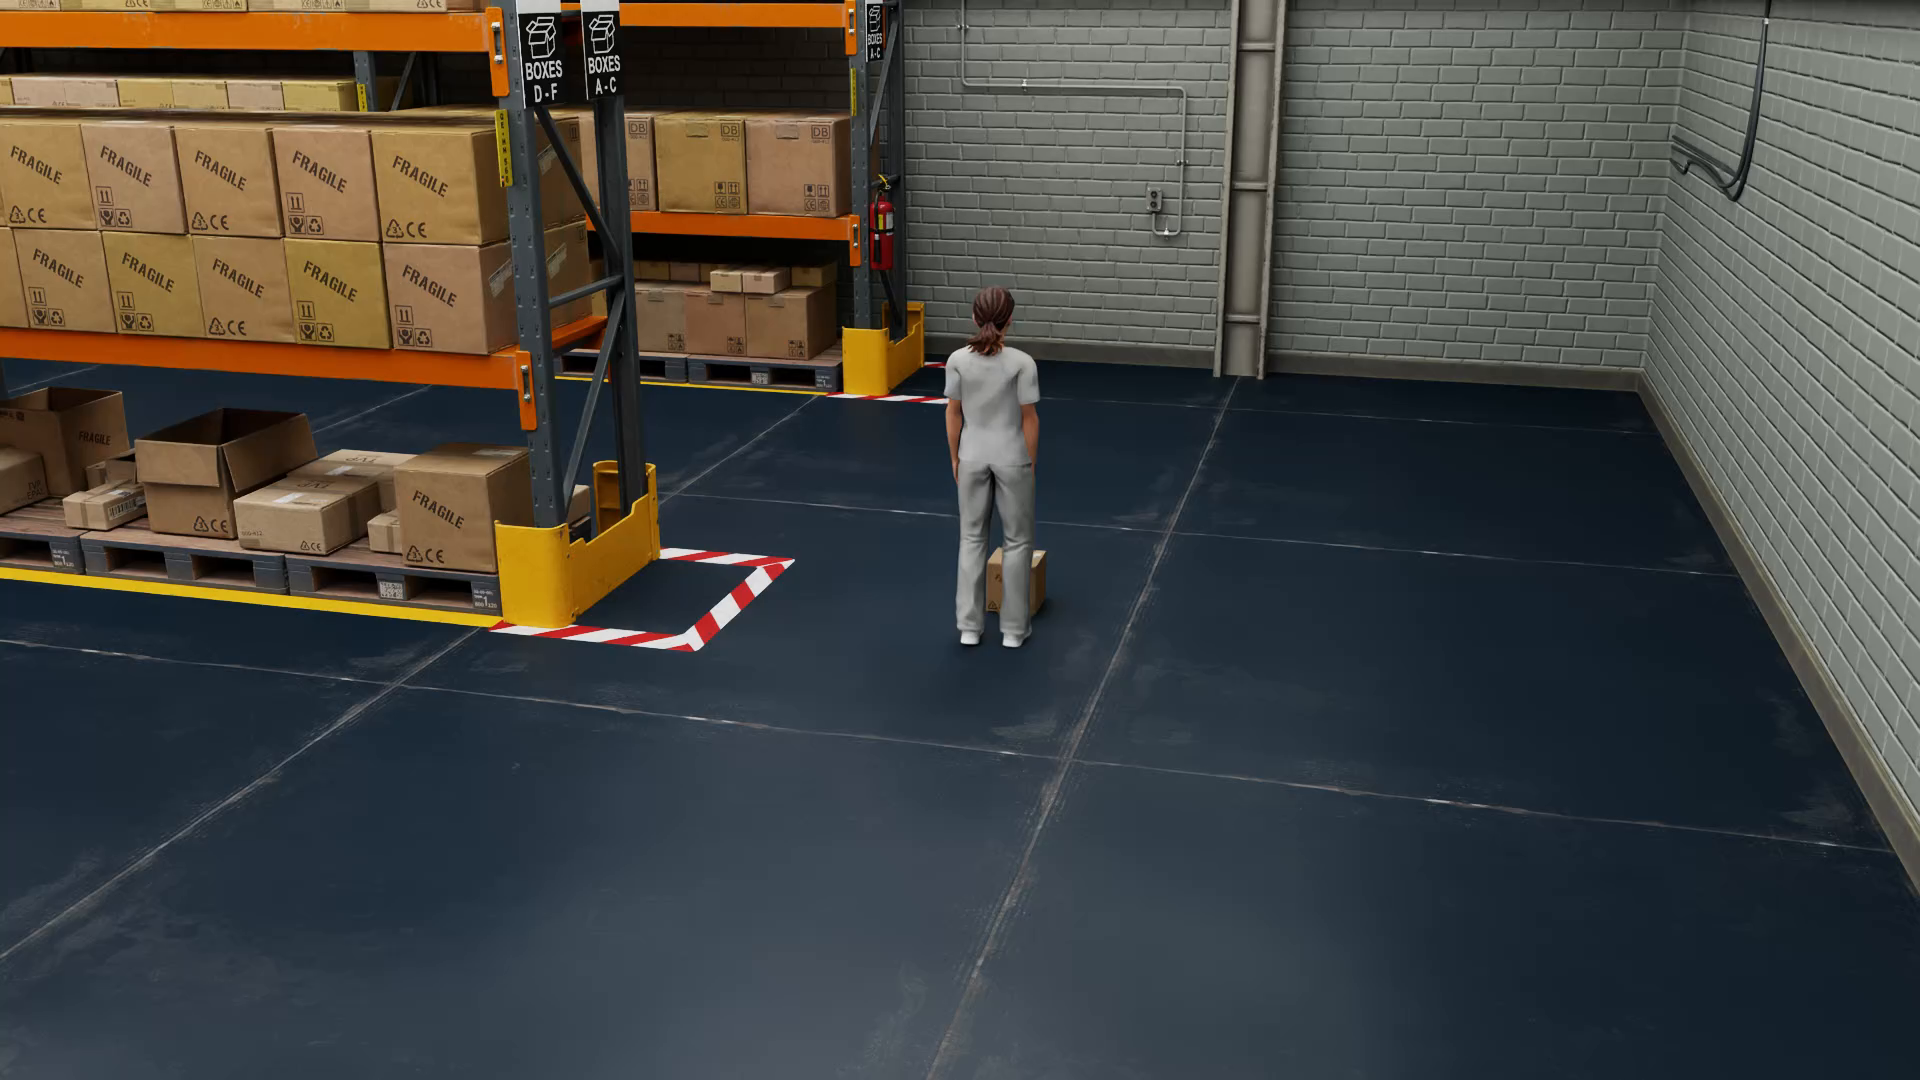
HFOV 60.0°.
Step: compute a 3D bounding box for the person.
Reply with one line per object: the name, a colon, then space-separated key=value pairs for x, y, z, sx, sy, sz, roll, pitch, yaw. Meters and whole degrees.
person: x=0.151 y=-0.318 z=7.569 sx=0.440 sy=1.658 sz=0.370 roll=5 pitch=19 yaw=15
